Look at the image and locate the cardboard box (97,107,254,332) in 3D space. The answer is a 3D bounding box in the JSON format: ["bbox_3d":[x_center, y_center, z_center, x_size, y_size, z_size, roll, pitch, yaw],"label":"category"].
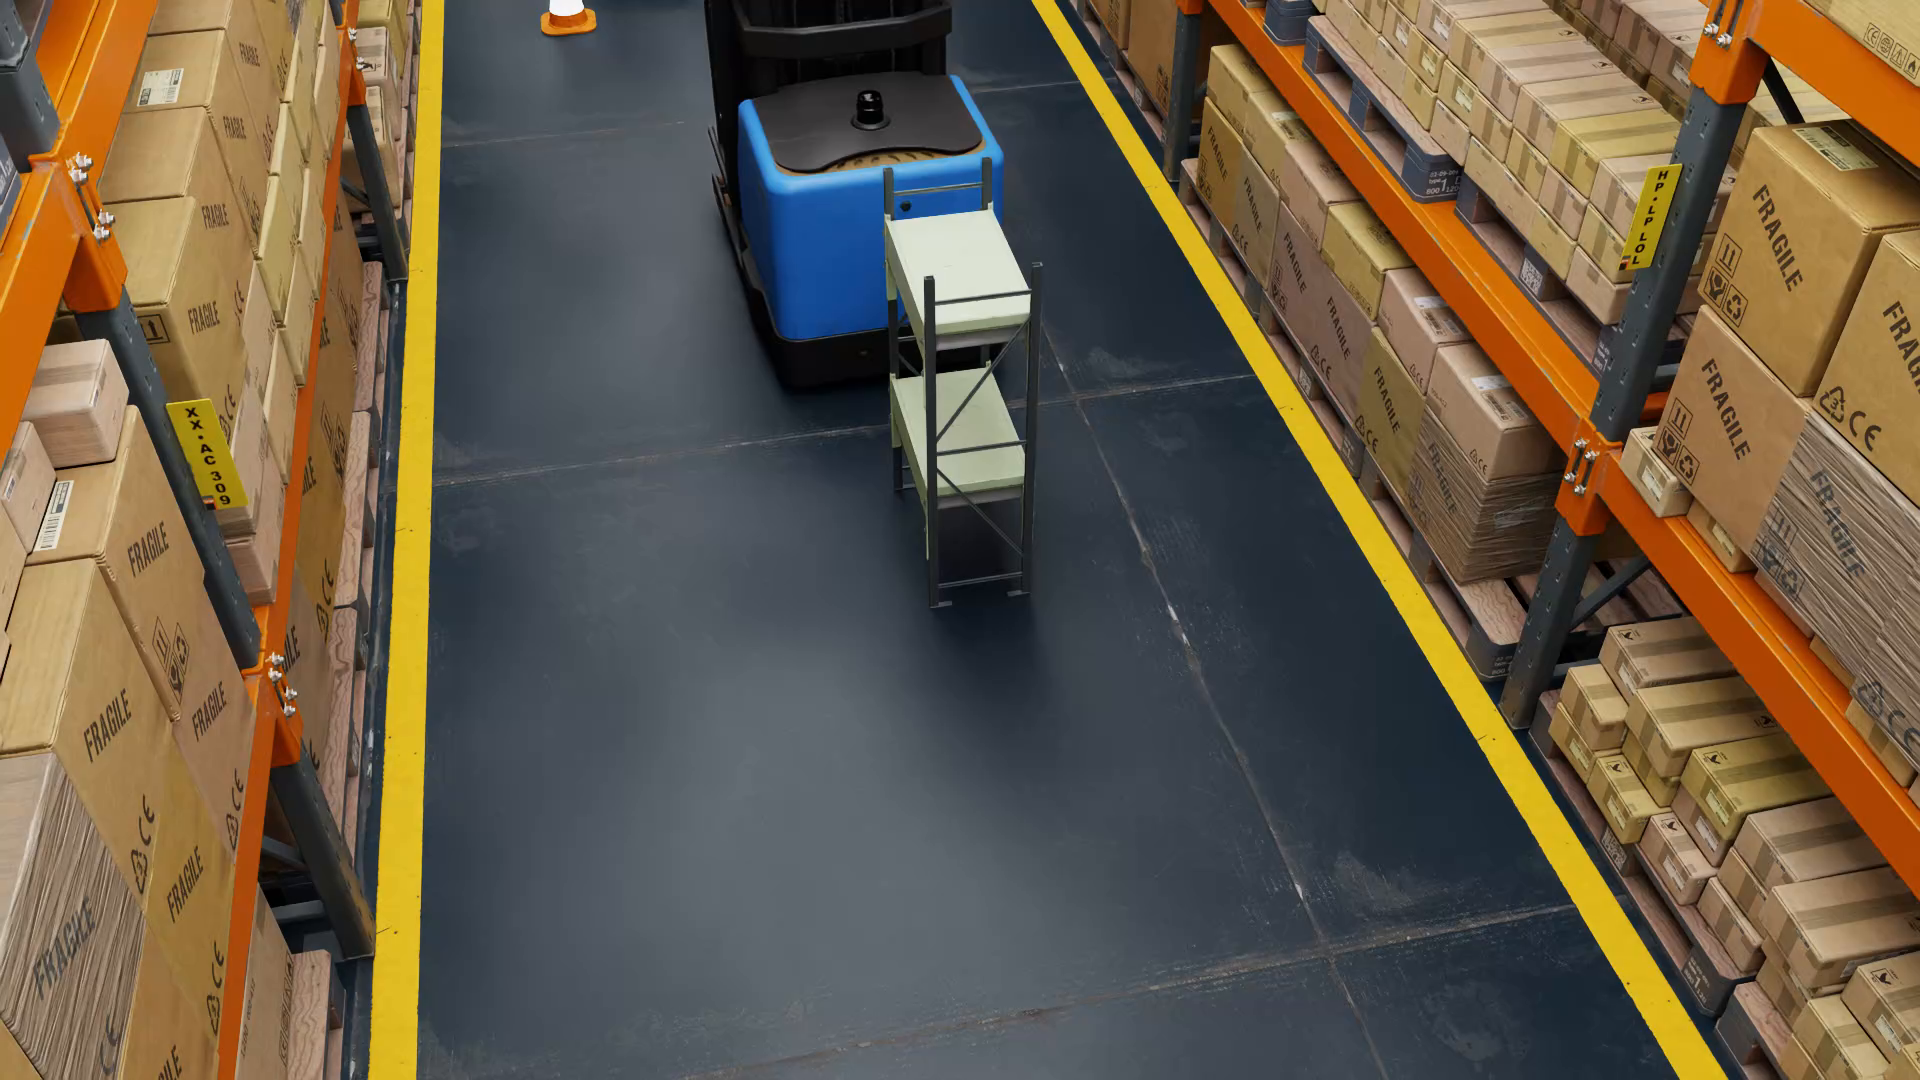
[{"bbox_3d":[-2.303,-0.832,4.600,0.500,0.500,0.500,-9,42,-10],"label":"cardboard box"}]

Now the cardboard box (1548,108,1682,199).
[{"bbox_3d":[2.123,-1.235,5.307,0.380,0.149,0.250,-10,42,-11],"label":"cardboard box"}]

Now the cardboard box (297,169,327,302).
[{"bbox_3d":[-2.497,-1.031,5.765,0.500,0.250,0.500,-9,42,-10],"label":"cardboard box"}]

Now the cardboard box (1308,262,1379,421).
[{"bbox_3d":[1.837,-0.875,7.043,0.500,0.500,0.500,-9,42,-10],"label":"cardboard box"}]

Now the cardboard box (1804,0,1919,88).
[{"bbox_3d":[2.301,-1.271,3.776,0.500,0.250,0.500,-6,42,-7],"label":"cardboard box"}]

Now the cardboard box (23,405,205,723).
[{"bbox_3d":[-1.981,0.086,3.565,0.500,0.500,0.500,-9,42,-10],"label":"cardboard box"}]

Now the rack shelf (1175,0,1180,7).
[{"bbox_3d":[1.164,-4.164,9.723,1.077,0.370,4.000,-8,42,-9],"label":"rack shelf"}]

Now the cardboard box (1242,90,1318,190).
[{"bbox_3d":[1.618,-1.829,7.552,0.500,0.250,0.500,-9,42,-10],"label":"cardboard box"}]

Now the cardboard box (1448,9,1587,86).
[{"bbox_3d":[1.963,-1.733,5.868,0.380,0.149,0.250,-10,42,-11],"label":"cardboard box"}]

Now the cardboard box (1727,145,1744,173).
[{"bbox_3d":[2.765,-1.207,5.499,0.380,0.149,0.250,-9,42,-10],"label":"cardboard box"}]

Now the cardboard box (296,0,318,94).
[{"bbox_3d":[-2.749,-1.883,6.348,0.500,0.250,0.500,-9,42,-10],"label":"cardboard box"}]

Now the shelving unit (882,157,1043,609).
[{"bbox_3d":[-0.001,-0.565,6.257,0.431,1.500,0.755,-8,42,-9],"label":"shelving unit"}]

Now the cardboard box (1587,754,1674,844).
[{"bbox_3d":[2.282,0.820,5.398,0.380,0.149,0.250,-7,42,-8],"label":"cardboard box"}]

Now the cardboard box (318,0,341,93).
[{"bbox_3d":[-2.853,-2.015,6.873,0.500,0.250,0.500,-10,43,-11],"label":"cardboard box"}]

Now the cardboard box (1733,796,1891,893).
[{"bbox_3d":[2.514,0.906,4.853,0.380,0.149,0.250,-9,42,-10],"label":"cardboard box"}]

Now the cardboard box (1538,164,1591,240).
[{"bbox_3d":[2.123,-1.118,5.399,0.380,0.149,0.250,-8,42,-9],"label":"cardboard box"}]

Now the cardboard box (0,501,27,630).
[{"bbox_3d":[-1.980,0.081,3.082,0.380,0.149,0.250,-8,42,-9],"label":"cardboard box"}]

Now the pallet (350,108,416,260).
[{"bbox_3d":[-3.383,-1.825,8.647,1.003,0.211,1.213,-8,42,-9],"label":"pallet"}]

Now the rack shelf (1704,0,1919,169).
[{"bbox_3d":[2.891,-0.100,2.885,1.077,0.370,4.000,-8,42,-9],"label":"rack shelf"}]

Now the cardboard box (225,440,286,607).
[{"bbox_3d":[-2.189,-0.036,4.644,0.500,0.250,0.500,-9,42,-10],"label":"cardboard box"}]

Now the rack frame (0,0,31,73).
[{"bbox_3d":[-2.352,-2.012,2.238,1.000,3.000,0.127,-8,42,-9],"label":"rack frame"}]

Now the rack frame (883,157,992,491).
[{"bbox_3d":[-0.080,-0.802,6.524,0.400,1.500,0.023,-8,42,-9],"label":"rack frame"}]

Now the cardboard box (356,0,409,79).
[{"bbox_3d":[-3.653,-2.873,9.390,0.950,0.372,0.625,-7,42,-8],"label":"cardboard box"}]

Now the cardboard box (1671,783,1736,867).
[{"bbox_3d":[2.455,0.839,5.152,0.380,0.149,0.250,-9,42,-10],"label":"cardboard box"}]

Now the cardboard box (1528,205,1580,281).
[{"bbox_3d":[2.123,-1.004,5.494,0.380,0.149,0.250,-8,42,-9],"label":"cardboard box"}]

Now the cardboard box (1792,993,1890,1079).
[{"bbox_3d":[2.540,1.369,4.556,0.380,0.149,0.250,-9,42,-10],"label":"cardboard box"}]

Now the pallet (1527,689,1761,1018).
[{"bbox_3d":[2.639,0.930,5.544,1.003,0.211,1.213,-8,42,-9],"label":"pallet"}]

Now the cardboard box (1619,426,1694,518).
[{"bbox_3d":[2.201,-0.219,4.927,0.380,0.149,0.250,-7,42,-8],"label":"cardboard box"}]

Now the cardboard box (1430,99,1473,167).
[{"bbox_3d":[1.952,-1.508,6.062,0.380,0.149,0.250,-10,43,-11],"label":"cardboard box"}]

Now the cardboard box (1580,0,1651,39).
[{"bbox_3d":[2.543,-1.988,6.155,0.380,0.149,0.250,-7,42,-8],"label":"cardboard box"}]

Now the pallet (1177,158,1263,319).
[{"bbox_3d":[1.763,-1.587,8.379,1.003,0.211,1.213,-8,42,-9],"label":"pallet"}]

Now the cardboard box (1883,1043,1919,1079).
[{"bbox_3d":[2.644,1.413,4.282,0.380,0.149,0.250,-8,42,-9],"label":"cardboard box"}]

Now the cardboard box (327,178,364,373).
[{"bbox_3d":[-3.148,-1.264,7.199,0.875,0.875,0.875,-9,42,-10],"label":"cardboard box"}]

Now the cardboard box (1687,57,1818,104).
[{"bbox_3d":[2.704,-1.497,5.601,0.380,0.149,0.250,-8,42,-9],"label":"cardboard box"}]

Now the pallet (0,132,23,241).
[{"bbox_3d":[-2.186,-0.326,2.665,1.003,0.211,1.213,-8,42,-9],"label":"pallet"}]

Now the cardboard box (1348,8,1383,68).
[{"bbox_3d":[1.783,-2.021,6.641,0.380,0.149,0.250,-8,42,-9],"label":"cardboard box"}]

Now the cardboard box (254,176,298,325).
[{"bbox_3d":[-2.395,-0.890,5.230,0.500,0.250,0.500,-8,42,-9],"label":"cardboard box"}]

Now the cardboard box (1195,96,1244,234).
[{"bbox_3d":[1.500,-1.864,8.156,0.500,0.500,0.500,-10,43,-11],"label":"cardboard box"}]

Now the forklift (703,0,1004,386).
[{"bbox_3d":[-0.667,-2.773,7.666,1.130,2.935,3.031,-10,43,-11],"label":"forklift"}]

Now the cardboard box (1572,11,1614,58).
[{"bbox_3d":[2.535,-1.889,6.267,0.380,0.149,0.250,-9,42,-10],"label":"cardboard box"}]

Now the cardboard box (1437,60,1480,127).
[{"bbox_3d":[1.954,-1.625,5.970,0.380,0.149,0.250,-10,43,-11],"label":"cardboard box"}]

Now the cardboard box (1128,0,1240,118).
[{"bbox_3d":[1.552,-2.860,9.090,1.050,0.750,0.750,-9,42,-10],"label":"cardboard box"}]

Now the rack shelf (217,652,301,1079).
[{"bbox_3d":[-1.921,1.797,3.008,1.077,0.370,4.000,-8,42,-9],"label":"rack shelf"}]

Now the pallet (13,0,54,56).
[{"bbox_3d":[-2.598,-1.406,3.959,0.805,0.209,1.217,-10,43,-11],"label":"pallet"}]

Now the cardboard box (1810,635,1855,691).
[{"bbox_3d":[2.491,0.280,4.364,0.380,0.149,0.250,-10,43,-11],"label":"cardboard box"}]

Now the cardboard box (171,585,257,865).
[{"bbox_3d":[-2.003,0.458,3.899,0.500,0.500,0.500,-8,42,-9],"label":"cardboard box"}]

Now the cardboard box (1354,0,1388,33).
[{"bbox_3d":[1.784,-2.134,6.543,0.380,0.149,0.250,-9,42,-10],"label":"cardboard box"}]

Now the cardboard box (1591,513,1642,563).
[{"bbox_3d":[2.559,-0.283,6.376,0.500,0.500,0.500,-7,42,-8],"label":"cardboard box"}]

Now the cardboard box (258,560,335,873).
[{"bbox_3d":[-2.564,0.478,5.236,0.875,0.875,0.875,-7,42,-8],"label":"cardboard box"}]

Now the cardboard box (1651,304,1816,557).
[{"bbox_3d":[2.320,-0.335,4.569,0.500,0.500,0.500,-9,42,-10],"label":"cardboard box"}]

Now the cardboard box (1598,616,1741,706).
[{"bbox_3d":[2.331,0.396,5.427,0.380,0.149,0.250,-7,42,-8],"label":"cardboard box"}]

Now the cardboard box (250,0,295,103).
[{"bbox_3d":[-2.629,-1.821,5.713,0.500,0.500,0.500,-8,42,-9],"label":"cardboard box"}]

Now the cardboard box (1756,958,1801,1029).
[{"bbox_3d":[2.582,1.301,4.857,0.380,0.149,0.250,-10,43,-11],"label":"cardboard box"}]

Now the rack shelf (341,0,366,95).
[{"bbox_3d":[-3.647,-3.389,8.850,1.077,0.370,4.000,-8,42,-9],"label":"rack shelf"}]

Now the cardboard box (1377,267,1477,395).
[{"bbox_3d":[1.954,-0.828,6.425,0.500,0.250,0.500,-6,42,-7],"label":"cardboard box"}]

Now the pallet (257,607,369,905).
[{"bbox_3d":[-2.592,0.785,5.707,1.003,0.211,1.213,-8,42,-9],"label":"pallet"}]

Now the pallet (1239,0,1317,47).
[{"bbox_3d":[1.854,-2.618,7.584,1.213,0.211,1.003,-8,42,-9],"label":"pallet"}]
